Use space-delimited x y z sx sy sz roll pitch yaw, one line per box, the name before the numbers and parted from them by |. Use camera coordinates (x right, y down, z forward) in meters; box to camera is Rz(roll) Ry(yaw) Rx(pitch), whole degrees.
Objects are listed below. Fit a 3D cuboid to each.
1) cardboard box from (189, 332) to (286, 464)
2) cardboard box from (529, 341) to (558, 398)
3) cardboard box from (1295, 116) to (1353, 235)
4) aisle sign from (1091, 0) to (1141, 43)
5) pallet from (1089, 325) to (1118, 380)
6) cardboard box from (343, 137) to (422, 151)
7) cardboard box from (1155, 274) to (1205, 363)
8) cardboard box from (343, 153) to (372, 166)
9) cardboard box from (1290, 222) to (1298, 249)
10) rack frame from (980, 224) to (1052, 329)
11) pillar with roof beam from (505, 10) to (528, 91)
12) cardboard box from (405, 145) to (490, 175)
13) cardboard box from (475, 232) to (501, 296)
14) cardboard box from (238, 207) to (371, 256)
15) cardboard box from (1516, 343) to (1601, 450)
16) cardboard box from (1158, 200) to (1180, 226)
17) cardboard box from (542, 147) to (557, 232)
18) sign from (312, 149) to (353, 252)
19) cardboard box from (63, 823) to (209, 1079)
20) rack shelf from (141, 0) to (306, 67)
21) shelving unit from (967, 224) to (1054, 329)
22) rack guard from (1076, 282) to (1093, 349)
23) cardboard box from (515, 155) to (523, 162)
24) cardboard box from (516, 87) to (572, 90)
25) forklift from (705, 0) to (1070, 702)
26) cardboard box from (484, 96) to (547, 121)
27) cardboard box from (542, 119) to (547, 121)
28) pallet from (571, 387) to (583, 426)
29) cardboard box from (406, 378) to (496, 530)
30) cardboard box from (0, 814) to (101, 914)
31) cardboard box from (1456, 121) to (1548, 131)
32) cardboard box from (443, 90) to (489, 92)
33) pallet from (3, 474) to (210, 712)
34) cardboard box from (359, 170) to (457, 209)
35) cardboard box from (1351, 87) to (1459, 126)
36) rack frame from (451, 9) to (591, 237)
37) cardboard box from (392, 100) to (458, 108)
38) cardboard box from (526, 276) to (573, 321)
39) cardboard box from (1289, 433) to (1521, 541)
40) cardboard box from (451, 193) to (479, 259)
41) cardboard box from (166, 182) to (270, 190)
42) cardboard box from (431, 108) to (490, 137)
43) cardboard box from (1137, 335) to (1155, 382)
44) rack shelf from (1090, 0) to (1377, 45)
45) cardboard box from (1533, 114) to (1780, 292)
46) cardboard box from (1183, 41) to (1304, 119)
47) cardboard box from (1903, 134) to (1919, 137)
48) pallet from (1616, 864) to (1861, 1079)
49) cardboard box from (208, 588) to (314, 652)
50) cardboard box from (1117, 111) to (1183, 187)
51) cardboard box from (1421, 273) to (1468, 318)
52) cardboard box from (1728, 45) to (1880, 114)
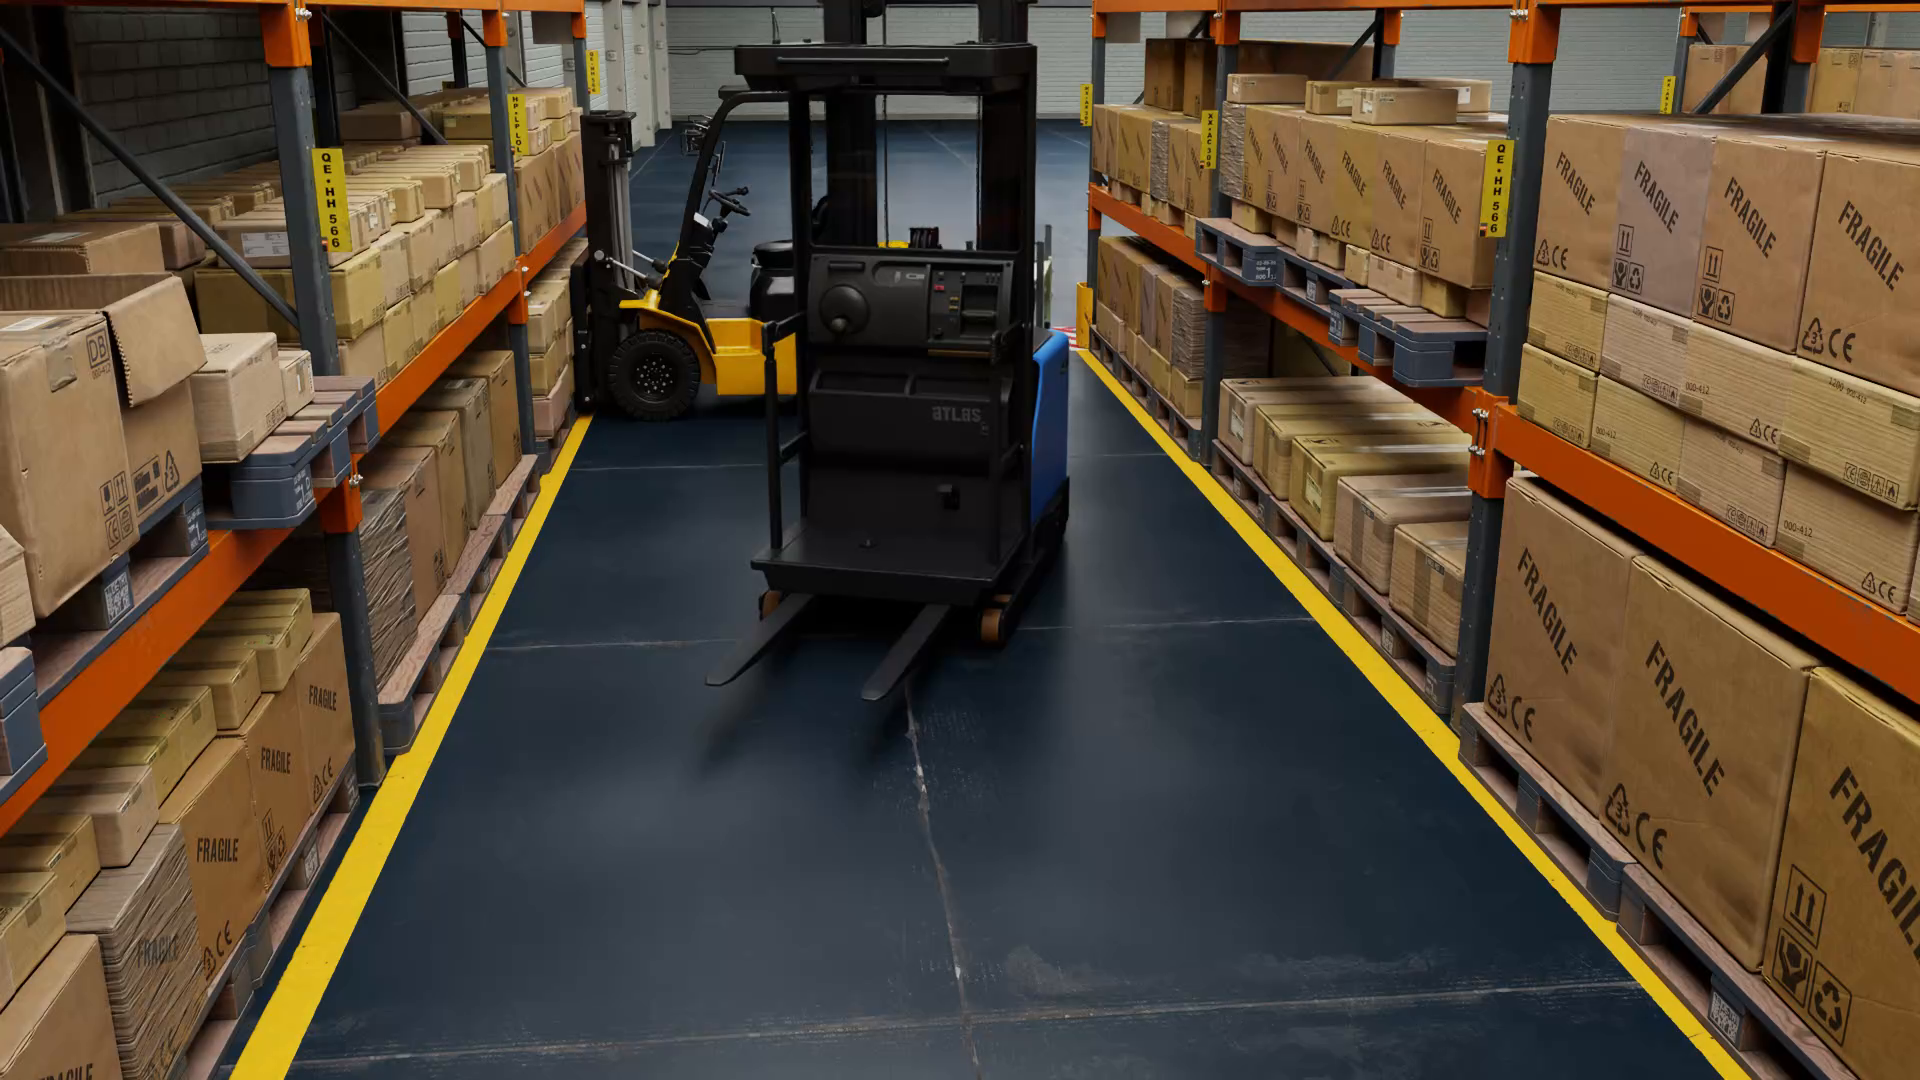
cardboard box | -2.125 -0.378 4.423 0.500 0.250 0.500 -3 18 -8
cardboard box | -2.711 -1.026 9.992 0.500 0.250 0.500 -2 18 -6
cardboard box | 1.885 -1.692 7.693 0.500 0.500 0.500 -2 18 -8
aisle sign | 1.242 -4.341 13.156 0.394 0.787 0.004 -2 18 -6
pallet | 1.613 -1.495 13.088 1.003 0.211 1.213 -2 18 -6
cardboard box | -3.257 -2.190 9.397 0.380 0.149 0.250 -2 18 -6
cardboard box | 1.587 -1.466 10.975 0.500 0.500 0.500 -1 17 -5
cardboard box | -3.145 -1.835 8.265 0.380 0.149 0.250 -2 18 -6
cardboard box | 1.843 -1.498 8.158 0.380 0.149 0.250 -2 18 -5
rack frame | 0.312 -1.049 9.513 0.400 1.500 0.023 2 18 6
pillar with roof beam | -0.542 -7.485 17.494 9.100 9.000 0.400 -2 18 -6
cardboard box | -2.712 -2.008 8.814 0.380 0.149 0.250 -1 17 -4
cardboard box | -2.598 -1.382 8.322 0.500 0.250 0.500 -2 18 -6
cardboard box | -2.324 -1.094 5.905 0.380 0.149 0.250 -1 17 -4
cardboard box | 2.182 -0.483 5.458 0.500 0.250 0.500 -2 18 -7
cardboard box | 1.525 -2.169 10.997 0.380 0.149 0.250 -2 18 -6
cardboard box | -2.877 -2.239 10.634 0.500 0.500 0.500 -2 18 -6
sign | -2.017 -1.088 5.334 0.100 0.325 0.005 -2 18 -6
cardboard box | -2.128 1.017 3.901 0.500 0.500 0.500 -2 18 -8
rack shelf | -2.349 -1.046 3.193 1.077 0.370 4.000 -2 18 -6
shelving unit | 0.273 -0.940 9.166 0.431 1.500 0.755 2 18 6
rack guard | 1.564 -1.876 13.819 1.175 0.500 0.348 -2 18 -6
cardboard box | -2.767 -2.283 9.691 0.380 0.149 0.250 -1 17 -4
cardboard box | -3.134 -3.336 12.549 0.380 0.149 0.250 -2 18 -5
forklift | -0.271 -1.065 7.175 1.130 2.935 3.031 4 18 13
cardboard box | -2.970 -2.879 11.094 0.380 0.149 0.250 -2 17 -5
cardboard box | -2.973 -2.741 11.151 0.380 0.149 0.250 -2 18 -6
pallet | -3.137 -1.018 11.566 1.003 0.211 1.213 -2 18 -6
cardboard box | -2.831 -0.426 8.290 0.875 0.625 0.625 -2 18 -6
cardboard box | -2.169 0.739 3.704 0.380 0.149 0.250 -2 18 -5
cardboard box | 2.443 -1.552 7.249 0.500 0.500 0.500 -1 17 -5
cardboard box | -3.524 -3.172 12.028 0.380 0.149 0.250 -1 17 -5
pallet | -2.350 0.117 3.617 1.003 0.211 1.213 -2 18 -6
cardboard box | -2.446 -1.551 7.361 0.380 0.149 0.250 -2 18 -7
cardboard box | 1.932 -1.886 7.230 0.380 0.149 0.250 -3 18 -8
rack frame | -3.380 -2.937 13.025 1.000 3.000 0.127 -2 18 -6
cardboard box | -3.401 -2.713 10.564 0.380 0.149 0.250 -2 18 -6
cardboard box | -2.811 -1.565 10.875 0.500 0.250 0.500 -1 17 -4
cardboard box | 2.176 -0.269 8.212 0.950 0.372 0.625 -1 17 -4
cardboard box | -2.556 -1.468 7.762 0.500 0.250 0.500 -1 17 -5
cardboard box | -3.047 -1.378 6.809 0.380 0.149 0.250 -2 18 -7
cardboard box | -2.840 -2.423 9.642 0.380 0.149 0.250 -2 17 -5
cardboard box | 1.528 -1.266 11.592 0.500 0.250 0.500 -2 17 -5
rack shelf | 1.763 -3.584 11.277 1.077 0.370 4.000 -2 18 -6
cardboard box | 2.189 -1.078 5.268 0.500 0.500 0.500 -2 18 -7
cardboard box | 1.939 -3.160 11.402 0.700 0.500 0.500 -2 18 -6
cardboard box | 2.801 -0.786 4.337 0.500 0.500 0.500 -2 18 -6
pallet | 2.511 1.222 4.432 1.003 0.211 1.213 -2 18 -6
cardboard box | -2.252 0.268 5.203 0.380 0.149 0.250 -3 18 -8
cardboard box | 1.440 -2.826 12.006 0.500 0.500 0.500 -2 18 -7
cardboard box | 2.014 -0.957 6.435 0.380 0.149 0.250 -2 17 -5
cardboard box | 6.618 -3.589 13.047 0.875 0.550 0.550 -2 18 -6
